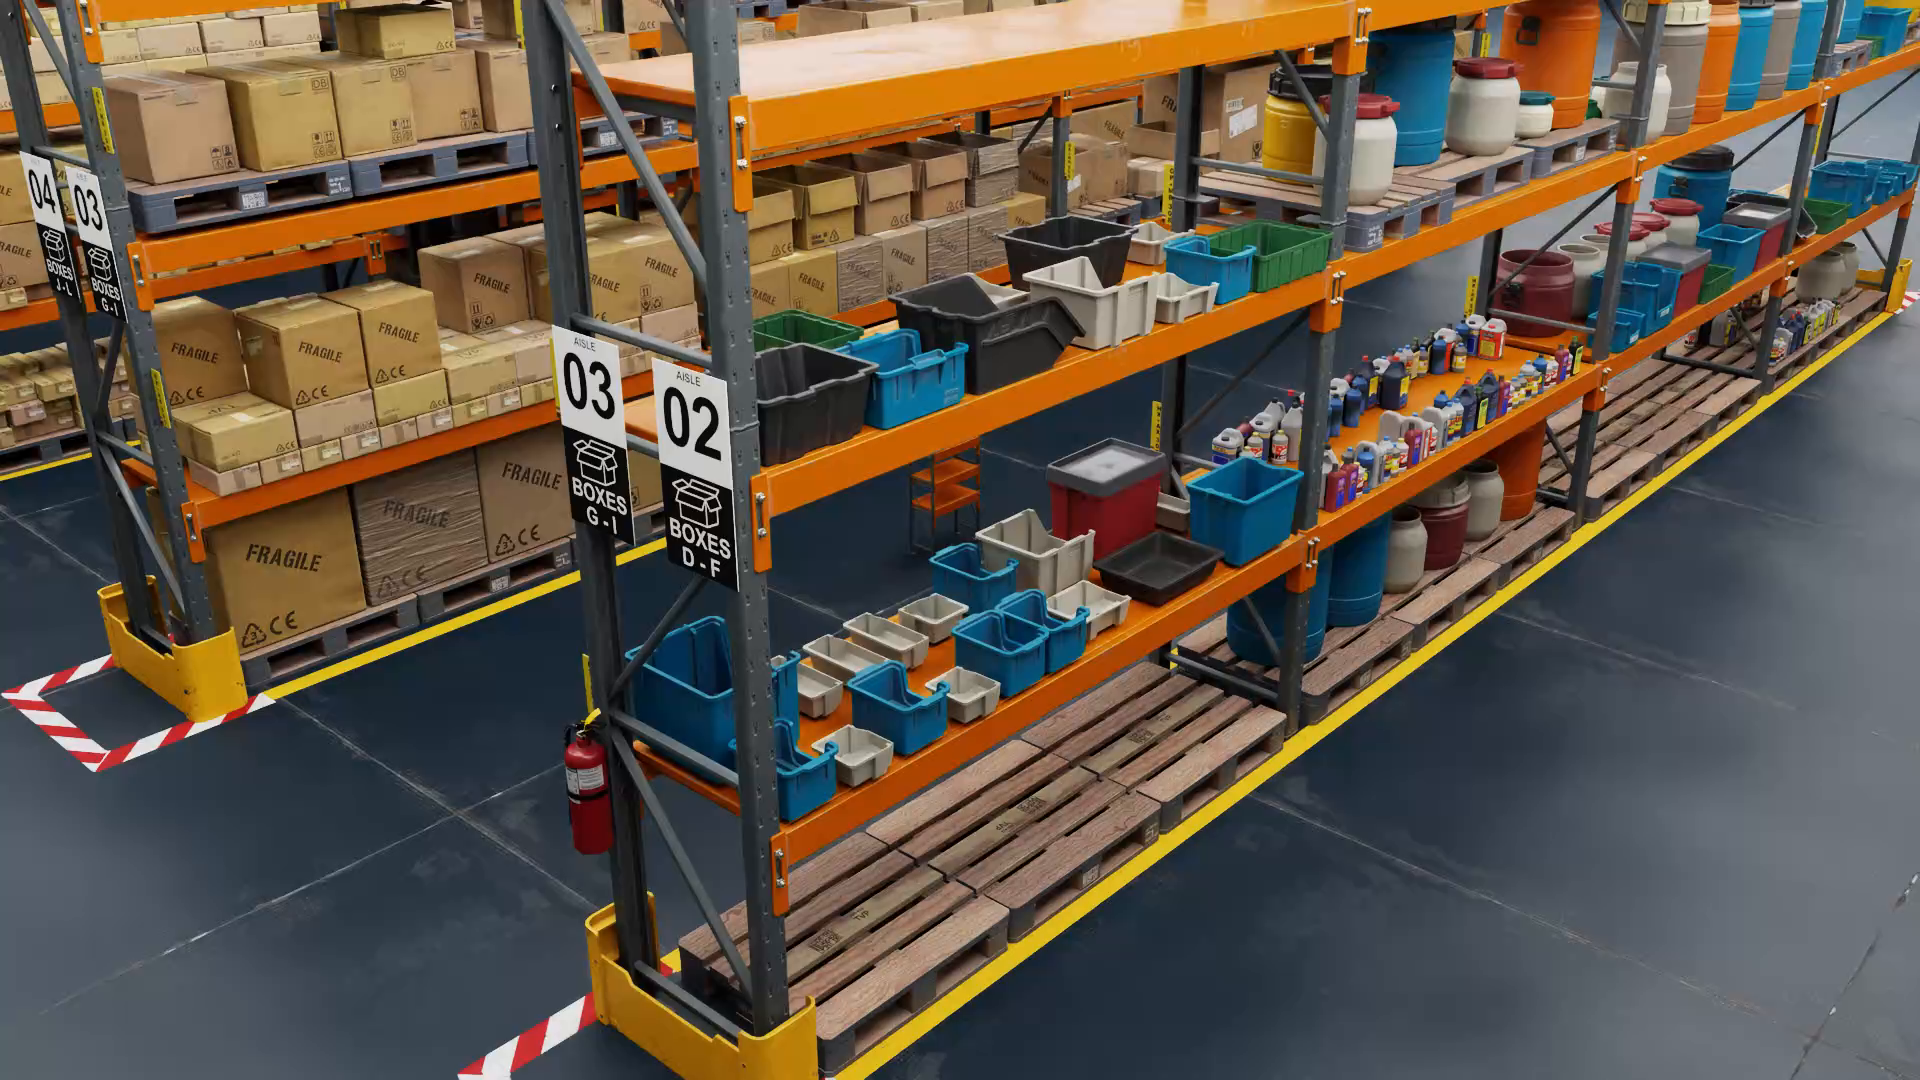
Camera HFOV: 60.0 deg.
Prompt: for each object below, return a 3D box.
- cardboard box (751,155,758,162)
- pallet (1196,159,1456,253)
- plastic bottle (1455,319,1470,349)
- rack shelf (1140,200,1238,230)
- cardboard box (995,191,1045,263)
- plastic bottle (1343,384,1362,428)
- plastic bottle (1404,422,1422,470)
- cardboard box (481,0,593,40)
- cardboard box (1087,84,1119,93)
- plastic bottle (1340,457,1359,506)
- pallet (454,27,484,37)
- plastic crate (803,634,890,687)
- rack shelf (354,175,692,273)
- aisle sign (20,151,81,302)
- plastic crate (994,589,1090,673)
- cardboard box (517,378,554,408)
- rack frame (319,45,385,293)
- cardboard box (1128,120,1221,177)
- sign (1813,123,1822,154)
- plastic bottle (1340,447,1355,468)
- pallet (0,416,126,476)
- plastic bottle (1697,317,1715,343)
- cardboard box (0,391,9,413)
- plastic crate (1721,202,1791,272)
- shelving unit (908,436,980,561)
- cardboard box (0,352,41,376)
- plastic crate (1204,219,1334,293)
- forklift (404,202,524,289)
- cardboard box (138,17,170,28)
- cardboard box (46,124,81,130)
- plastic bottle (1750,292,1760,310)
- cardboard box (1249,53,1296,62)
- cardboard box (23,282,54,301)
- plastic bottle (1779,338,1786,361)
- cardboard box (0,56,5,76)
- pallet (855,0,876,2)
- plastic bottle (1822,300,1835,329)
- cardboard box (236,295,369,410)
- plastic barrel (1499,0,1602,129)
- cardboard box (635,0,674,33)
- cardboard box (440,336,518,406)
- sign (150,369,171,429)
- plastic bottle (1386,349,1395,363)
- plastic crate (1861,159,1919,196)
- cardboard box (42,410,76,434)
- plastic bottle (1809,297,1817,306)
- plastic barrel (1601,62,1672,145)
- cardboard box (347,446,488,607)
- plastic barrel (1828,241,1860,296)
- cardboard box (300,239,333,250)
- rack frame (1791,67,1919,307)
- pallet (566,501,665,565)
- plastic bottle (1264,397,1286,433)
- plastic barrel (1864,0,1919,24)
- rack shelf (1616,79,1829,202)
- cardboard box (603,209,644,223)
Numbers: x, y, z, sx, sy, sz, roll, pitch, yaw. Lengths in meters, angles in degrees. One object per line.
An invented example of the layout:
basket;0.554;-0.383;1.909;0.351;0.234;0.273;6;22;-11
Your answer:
cardboard box;-2.584;-4.429;18.310;0.500;0.500;0.500;21;31;38
pallet;2.011;-1.912;9.383;1.213;0.211;1.003;20;31;38
plastic bottle;3.603;-1.452;11.951;0.097;0.271;0.097;0;24;0
rack shelf;1.877;-3.216;16.606;1.077;0.370;4.000;20;31;38
cardboard box;0.397;-2.762;14.593;0.500;0.500;0.500;21;32;39
plastic bottle;2.513;-0.861;10.633;0.097;0.271;0.097;0;24;0
plastic bottle;2.716;-0.576;9.983;0.061;0.283;0.133;20;31;38
cardboard box;-2.760;-3.425;10.853;0.500;0.250;0.500;18;30;34
cardboard box;1.690;-6.527;22.928;0.875;0.550;0.550;20;31;38
plastic bottle;2.212;-0.346;9.470;0.061;0.283;0.133;20;31;38
pallet;-4.573;-4.860;15.957;1.213;0.211;1.003;20;31;38
plastic crate;-0.495;0.566;7.542;0.396;0.136;0.243;20;31;38
rack shelf;-4.419;-3.382;16.978;1.077;0.370;4.000;20;31;38
aisle sign;-5.069;-1.744;9.266;0.394;0.787;0.004;20;31;38
plastic crate;0.380;0.426;7.736;0.416;0.233;0.300;20;31;38
cardboard box;-2.945;-1.027;11.153;0.380;0.149;0.250;20;31;37
rack frame;-5.754;-3.101;15.471;1.000;3.000;0.127;20;31;38
cardboard box;2.123;-3.839;16.477;0.637;0.503;0.797;-20;31;-38
sign;9.163;-4.298;17.801;0.100;0.325;0.005;20;31;38
plastic bottle;2.292;-0.450;9.801;0.097;0.201;0.097;0;24;0
pallet;-7.804;-0.871;13.906;1.003;0.211;1.213;20;31;38
plastic bottle;7.115;-2.068;15.867;0.144;0.351;0.185;19;30;36
cardboard box;-7.821;-1.112;13.278;0.380;0.149;0.250;18;30;35
plastic crate;6.805;-2.599;14.273;0.402;0.464;0.583;20;31;38
shelving unit;-0.110;-0.497;11.863;0.258;1.200;0.503;20;31;38
cardboard box;-7.970;-1.450;14.032;0.380;0.149;0.250;19;31;36
plastic crate;1.503;-1.424;8.323;0.450;0.188;0.662;20;31;38
forklift;-3.798;-2.420;14.036;1.130;2.935;3.031;19;31;36
cardboard box;-6.603;-4.240;13.431;0.380;0.149;0.250;20;31;37
cardboard box;-9.627;-4.257;17.926;0.500;0.500;0.500;20;31;38
plastic bottle;8.058;-2.445;16.890;0.097;0.201;0.097;0;24;0
cardboard box;3.307;-5.003;18.006;0.500;0.500;0.500;20;31;38
cardboard box;-7.534;-2.050;13.433;0.380;0.149;0.250;22;32;40
plastic bottle;7.575;-1.764;15.372;0.097;0.201;0.097;0;24;0
cardboard box;-7.590;-3.633;12.563;0.500;0.250;0.500;20;31;37
pallet;-0.990;-6.527;19.680;0.805;0.209;1.217;19;30;36
plastic bottle;8.482;-2.229;16.318;0.152;0.276;0.135;20;31;38
cardboard box;-3.942;-1.132;9.982;0.500;0.500;0.500;19;31;36
plastic barrel;3.849;-3.166;10.912;0.600;0.830;0.708;20;31;38
cardboard box;-3.276;-5.491;17.013;0.500;0.500;0.500;20;31;38
cardboard box;-3.252;-1.110;10.850;0.500;0.250;0.500;19;31;37
sign;-4.388;-0.775;9.129;0.100;0.325;0.005;20;31;38
plastic bottle;2.896;-1.146;11.253;0.061;0.283;0.133;20;31;38
plastic crate;9.458;-3.718;17.028;0.499;0.251;0.616;20;31;38
cardboard box;-7.561;-1.025;13.812;0.380;0.149;0.250;21;31;38
plastic bottle;8.402;-2.261;16.381;0.061;0.283;0.133;20;31;38
plastic barrel;4.666;-3.013;11.472;0.421;0.512;0.421;0;24;0
cardboard box;-3.823;-0.214;11.115;0.875;0.875;0.875;20;31;38
plastic barrel;9.187;-2.855;17.449;0.421;0.512;0.421;0;24;0
cardboard box;-5.861;-2.727;14.945;0.380;0.149;0.250;19;30;36
rack frame;9.569;-4.020;17.520;1.000;3.000;0.127;20;31;38
pallet;-2.694;-0.233;12.484;1.003;0.211;1.213;20;31;38
plastic bottle;1.930;-0.711;10.200;0.144;0.351;0.185;20;31;38
plastic barrel;8.903;-5.284;15.930;0.600;0.588;0.600;0;24;0
rack shelf;5.565;-3.232;12.976;1.077;0.370;4.000;20;31;38
cardboard box;-3.675;-3.276;17.487;0.500;0.250;0.500;21;31;38
